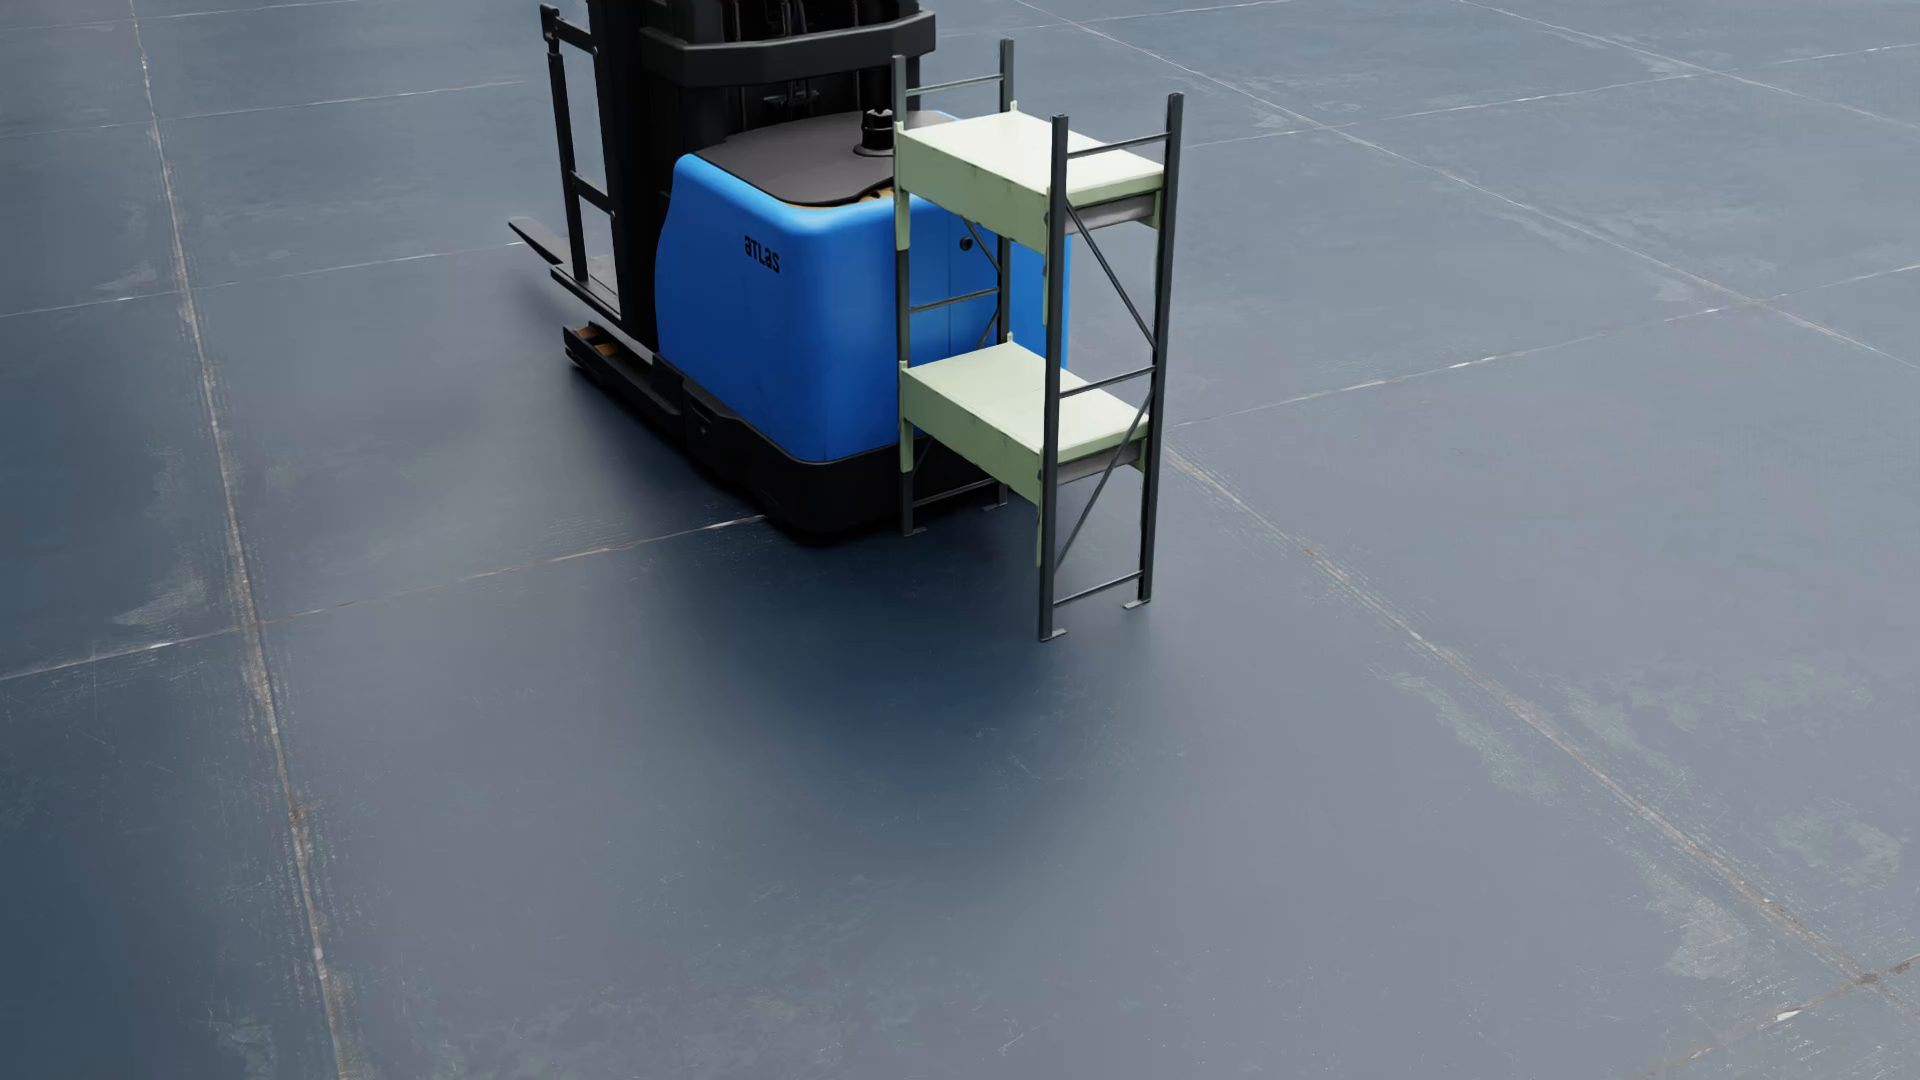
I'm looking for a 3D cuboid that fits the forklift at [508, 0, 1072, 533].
[{"bbox_3d":[-0.868,-1.973,5.772,1.130,2.935,3.031,-18,34,-29],"label":"forklift"}]

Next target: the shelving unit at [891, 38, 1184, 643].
[{"bbox_3d":[0.188,-0.568,4.730,0.431,1.500,0.755,-18,34,-29],"label":"shelving unit"}]

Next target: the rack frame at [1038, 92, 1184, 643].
[{"bbox_3d":[0.393,-0.420,4.466,0.400,1.500,0.023,-18,34,-29],"label":"rack frame"}]

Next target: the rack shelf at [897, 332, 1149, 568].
[{"bbox_3d":[0.188,-0.284,4.890,0.431,0.370,0.720,-18,34,-29],"label":"rack shelf"}]

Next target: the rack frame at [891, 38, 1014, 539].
[{"bbox_3d":[-0.017,-0.717,4.994,0.400,1.500,0.023,-18,34,-29],"label":"rack frame"}]

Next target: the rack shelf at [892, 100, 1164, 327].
[{"bbox_3d":[0.188,-0.909,4.539,0.431,0.370,0.720,-18,34,-29],"label":"rack shelf"}]
